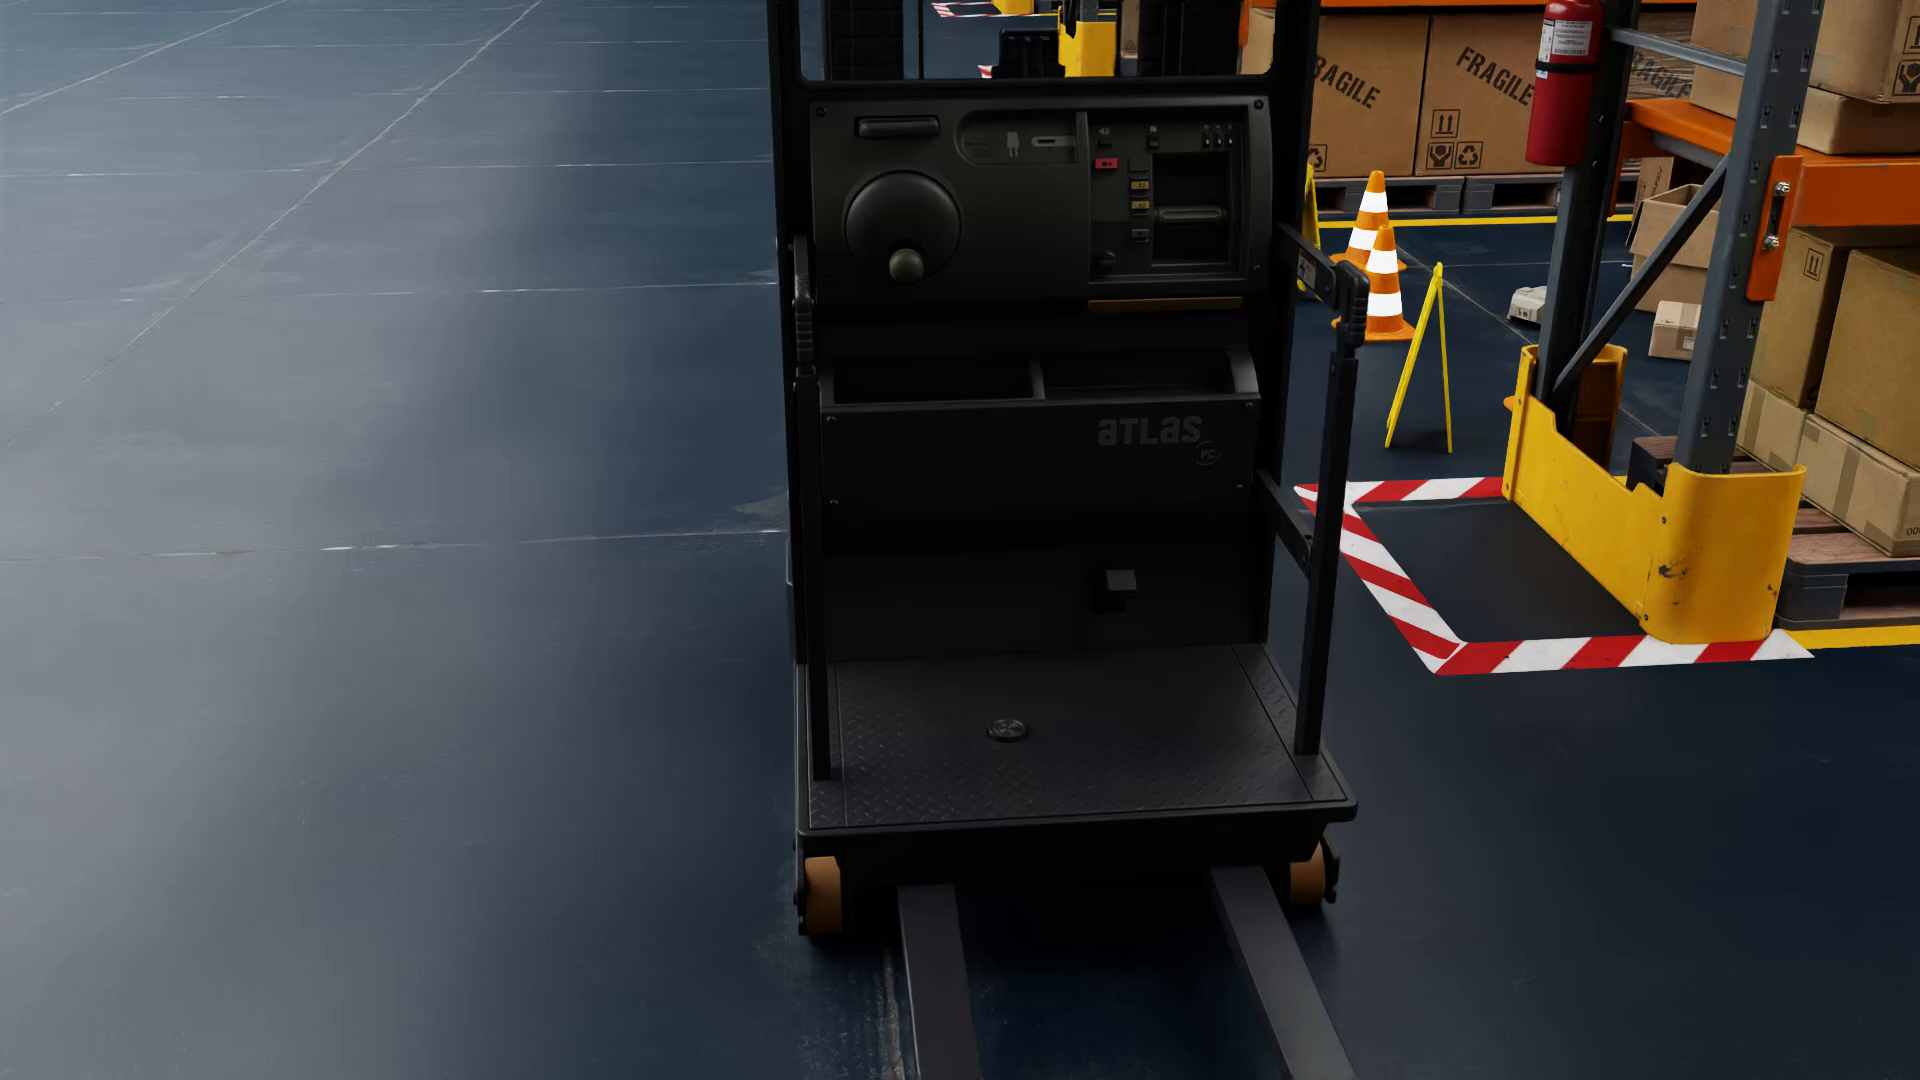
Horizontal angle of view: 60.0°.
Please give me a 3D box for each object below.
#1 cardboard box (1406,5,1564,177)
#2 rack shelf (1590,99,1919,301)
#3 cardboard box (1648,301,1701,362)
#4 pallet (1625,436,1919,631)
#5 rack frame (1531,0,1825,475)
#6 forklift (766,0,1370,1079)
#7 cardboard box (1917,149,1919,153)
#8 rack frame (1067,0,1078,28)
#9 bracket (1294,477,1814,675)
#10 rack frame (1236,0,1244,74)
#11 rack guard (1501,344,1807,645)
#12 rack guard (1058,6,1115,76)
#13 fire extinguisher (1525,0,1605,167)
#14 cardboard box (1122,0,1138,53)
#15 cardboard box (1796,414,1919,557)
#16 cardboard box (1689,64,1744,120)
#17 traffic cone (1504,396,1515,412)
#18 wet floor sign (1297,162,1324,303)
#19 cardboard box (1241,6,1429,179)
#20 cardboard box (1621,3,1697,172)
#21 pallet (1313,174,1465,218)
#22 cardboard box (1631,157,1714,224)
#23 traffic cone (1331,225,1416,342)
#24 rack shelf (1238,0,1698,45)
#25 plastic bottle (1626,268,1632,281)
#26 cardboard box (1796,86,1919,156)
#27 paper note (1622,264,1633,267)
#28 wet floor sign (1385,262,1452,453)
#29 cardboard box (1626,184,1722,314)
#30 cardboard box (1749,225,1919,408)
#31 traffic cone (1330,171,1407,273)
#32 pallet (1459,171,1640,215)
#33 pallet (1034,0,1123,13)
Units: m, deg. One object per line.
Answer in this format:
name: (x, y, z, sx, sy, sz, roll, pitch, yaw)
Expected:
cardboard box: (2.930, -2.626, 9.564, 0.875, 0.875, 0.875, -3, 24, -6)
rack shelf: (3.964, -1.070, 4.850, 4.000, 0.370, 1.077, -2, 24, -5)
cardboard box: (3.079, -0.885, 7.057, 0.250, 0.149, 0.380, 10, 26, 22)
pallet: (2.861, -0.066, 5.138, 1.213, 0.211, 1.003, -2, 24, -5)
rack frame: (1.974, -1.319, 4.524, 0.127, 3.000, 1.000, -2, 24, -5)
forklift: (0.190, -0.671, 3.151, 1.130, 2.935, 3.031, -2, 24, -5)
cardboard box: (2.582, -1.150, 4.453, 0.250, 0.149, 0.380, -2, 24, -4)
rack frame: (1.000, -5.323, 13.533, 0.053, 2.616, 0.949, -2, 24, -5)
bracket: (1.726, 0.065, 5.103, 1.079, 0.001, 1.378, -2, 24, -5)
rack frame: (1.387, -3.315, 9.016, 0.127, 3.000, 1.000, -2, 24, -5)
rack guard: (2.049, -0.180, 5.038, 0.348, 0.500, 1.175, -2, 24, -5)
rack guard: (1.075, -4.185, 14.050, 0.348, 0.500, 1.175, -2, 24, -5)
fire extinguisher: (1.814, -1.465, 4.948, 0.183, 0.674, 0.296, -2, 24, -5)
cardboard box: (3.155, -1.955, 6.992, 2.007, 1.739, 15.623, -3, 24, -6)
cardboard box: (2.804, -0.175, 4.818, 0.500, 0.250, 0.500, -2, 24, -6)
cardboard box: (2.325, -1.305, 4.803, 0.250, 0.149, 0.380, -1, 24, -3)
traffic cone: (2.275, -0.698, 6.251, 0.334, 0.463, 0.336, -2, 24, -5)
wet floor sign: (1.552, -1.438, 7.691, 0.232, 0.644, 0.267, -6, 25, -14)
cardboard box: (2.872, -3.567, 9.067, 2.515, 2.999, 0.987, -2, 24, -4)
cardboard box: (3.838, -2.662, 9.644, 0.875, 0.875, 0.875, -2, 24, -5)
pallet: (2.175, -2.105, 9.726, 1.213, 0.211, 1.003, -2, 24, -5)
cardboard box: (3.923, -1.857, 8.810, 0.500, 0.500, 0.500, 2, 24, 4)
traffic cone: (1.827, -1.133, 7.230, 0.334, 0.463, 0.336, -2, 24, -5)
rack shelf: (3.377, -3.067, 9.342, 4.000, 0.370, 1.077, -2, 24, -5)
plastic bottle: (3.395, -1.294, 8.085, 0.283, 0.061, 0.133, -11, 26, -23)
cardboard box: (2.332, -1.134, 4.417, 0.250, 0.149, 0.380, -2, 24, -5)
paper note: (3.378, -1.368, 8.316, 0.123, 0.001, 0.032, 10, 26, 22)
wet floor sign: (1.679, -0.668, 5.958, 0.232, 0.644, 0.267, 6, 25, 13)
cardboard box: (3.473, -1.271, 7.491, 0.797, 0.503, 0.637, 22, 32, 40)
cardboard box: (2.745, -0.734, 5.154, 0.500, 0.500, 0.500, -2, 24, -5)
traffic cone: (2.055, -1.603, 8.288, 0.334, 0.463, 0.336, -2, 24, -5)
pallet: (3.386, -2.152, 9.832, 1.213, 0.211, 1.003, -2, 24, -5)
pallet: (1.393, -6.104, 18.724, 1.213, 0.211, 1.003, -2, 24, -5)
